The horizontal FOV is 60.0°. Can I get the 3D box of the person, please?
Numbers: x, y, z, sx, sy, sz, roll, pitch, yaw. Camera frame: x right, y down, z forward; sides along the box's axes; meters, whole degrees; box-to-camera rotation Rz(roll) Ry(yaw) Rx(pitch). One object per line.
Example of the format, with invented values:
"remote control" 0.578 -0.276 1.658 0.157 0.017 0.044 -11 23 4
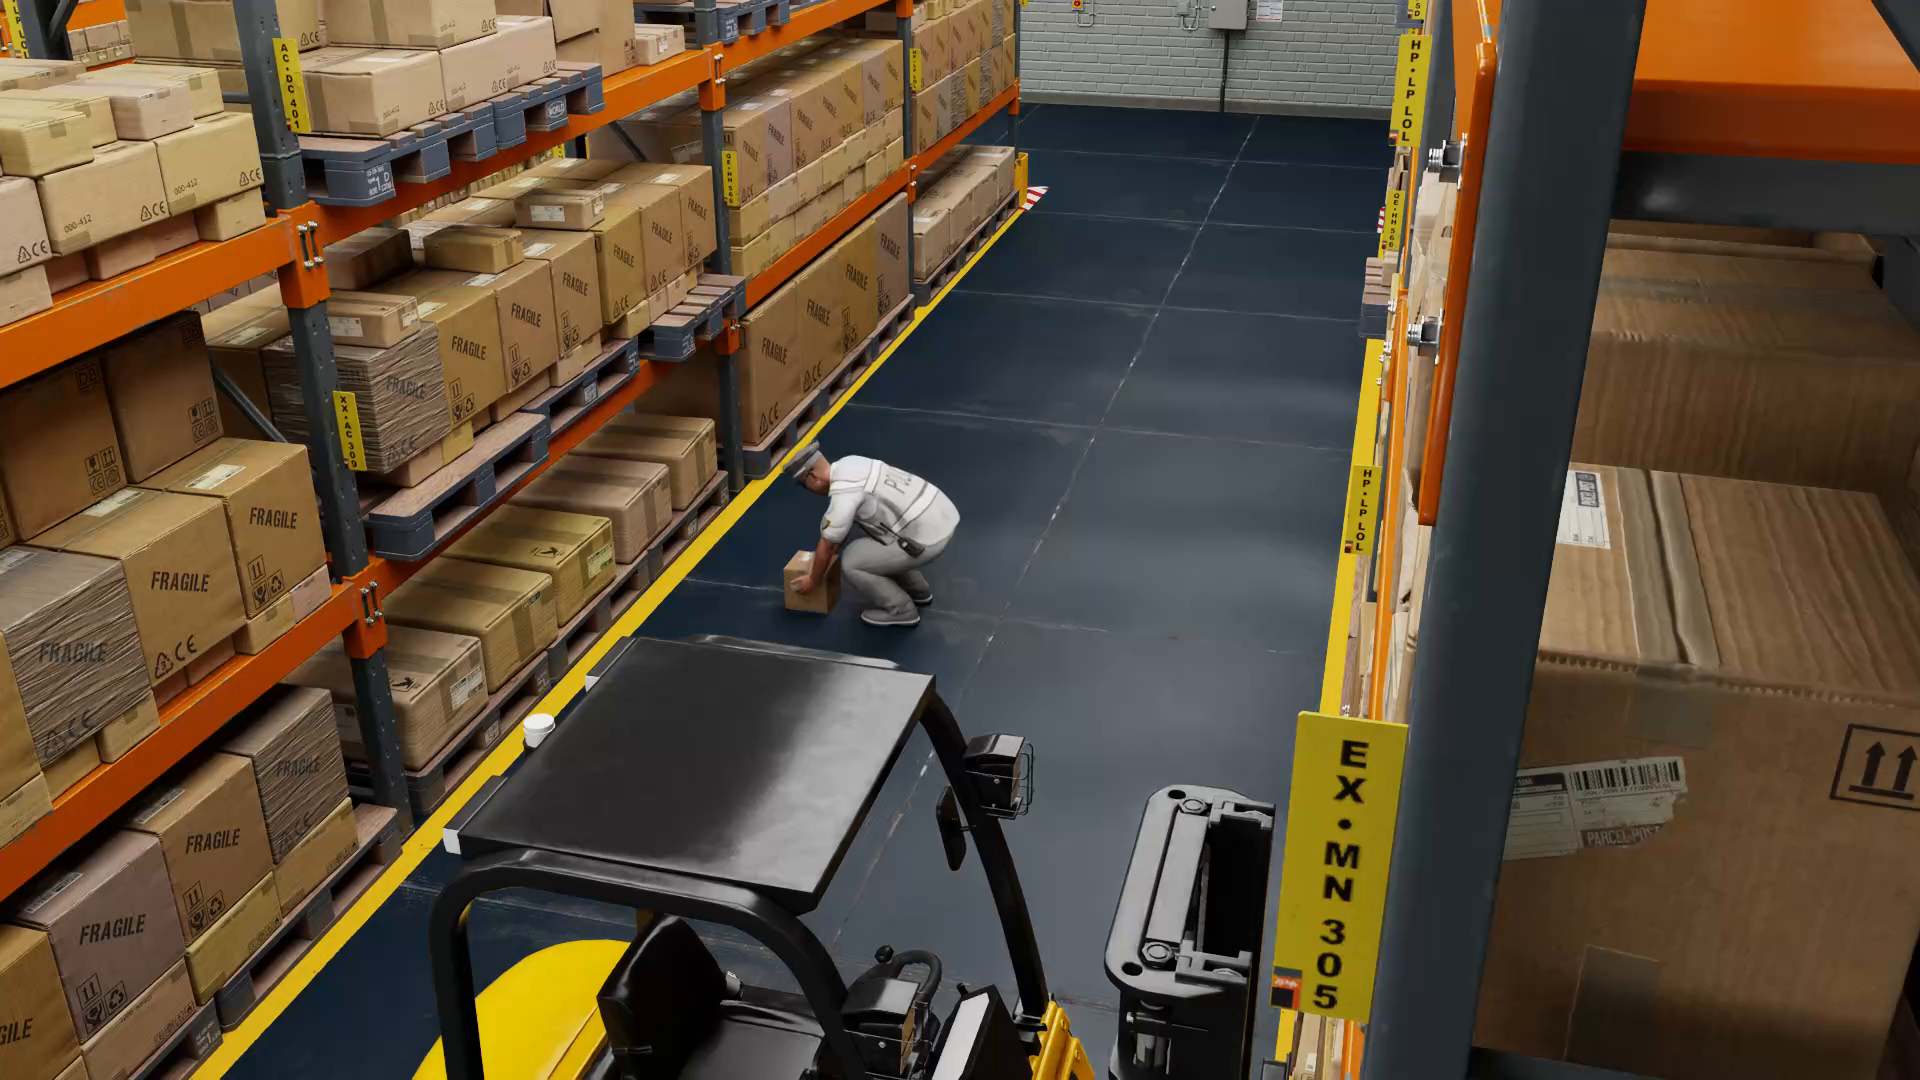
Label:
"person" -0.490 -0.052 9.114 0.949 0.990 0.569 6 26 13
